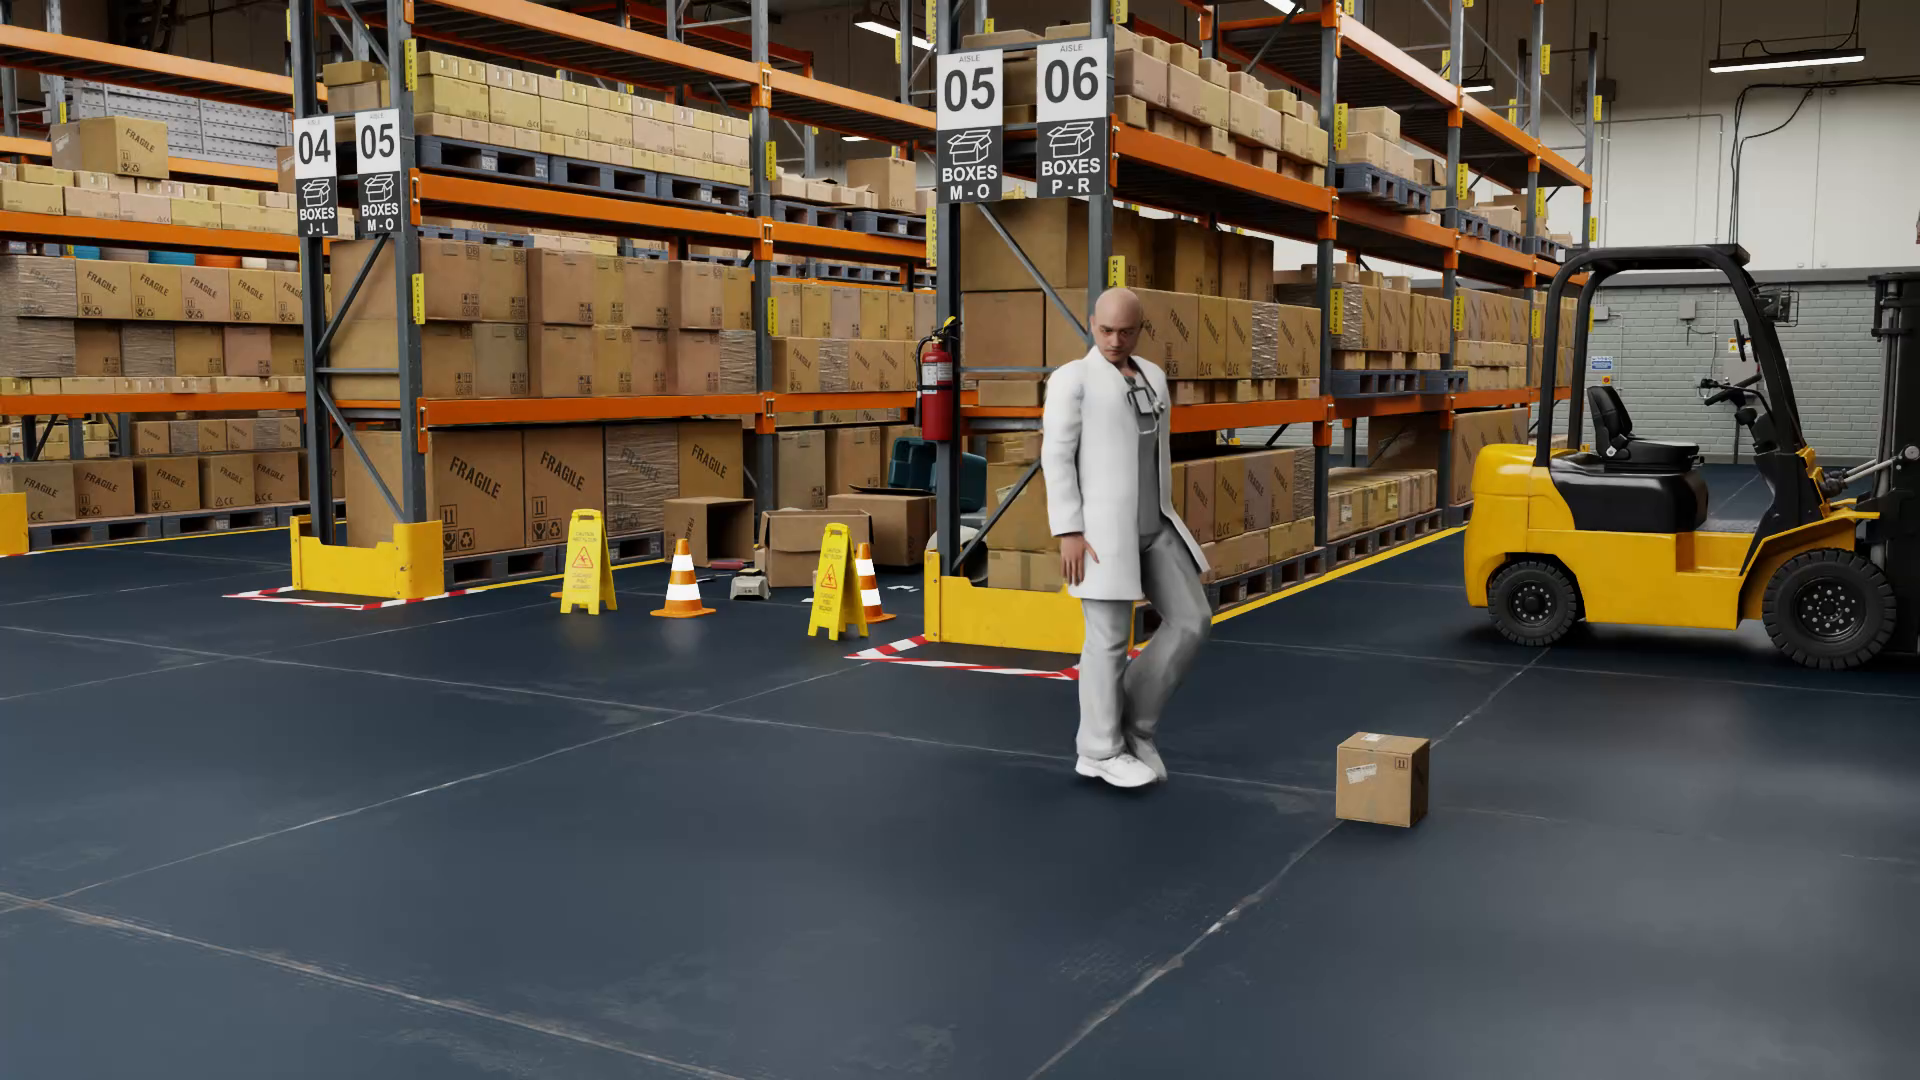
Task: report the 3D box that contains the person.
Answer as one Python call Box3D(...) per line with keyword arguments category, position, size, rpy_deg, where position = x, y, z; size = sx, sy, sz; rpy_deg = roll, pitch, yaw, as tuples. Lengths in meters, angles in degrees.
Box3D(category="person", position=(0.610, 0.006, 5.970), size=(0.616, 1.812, 0.438), rpy_deg=(-5, 7, -38))
